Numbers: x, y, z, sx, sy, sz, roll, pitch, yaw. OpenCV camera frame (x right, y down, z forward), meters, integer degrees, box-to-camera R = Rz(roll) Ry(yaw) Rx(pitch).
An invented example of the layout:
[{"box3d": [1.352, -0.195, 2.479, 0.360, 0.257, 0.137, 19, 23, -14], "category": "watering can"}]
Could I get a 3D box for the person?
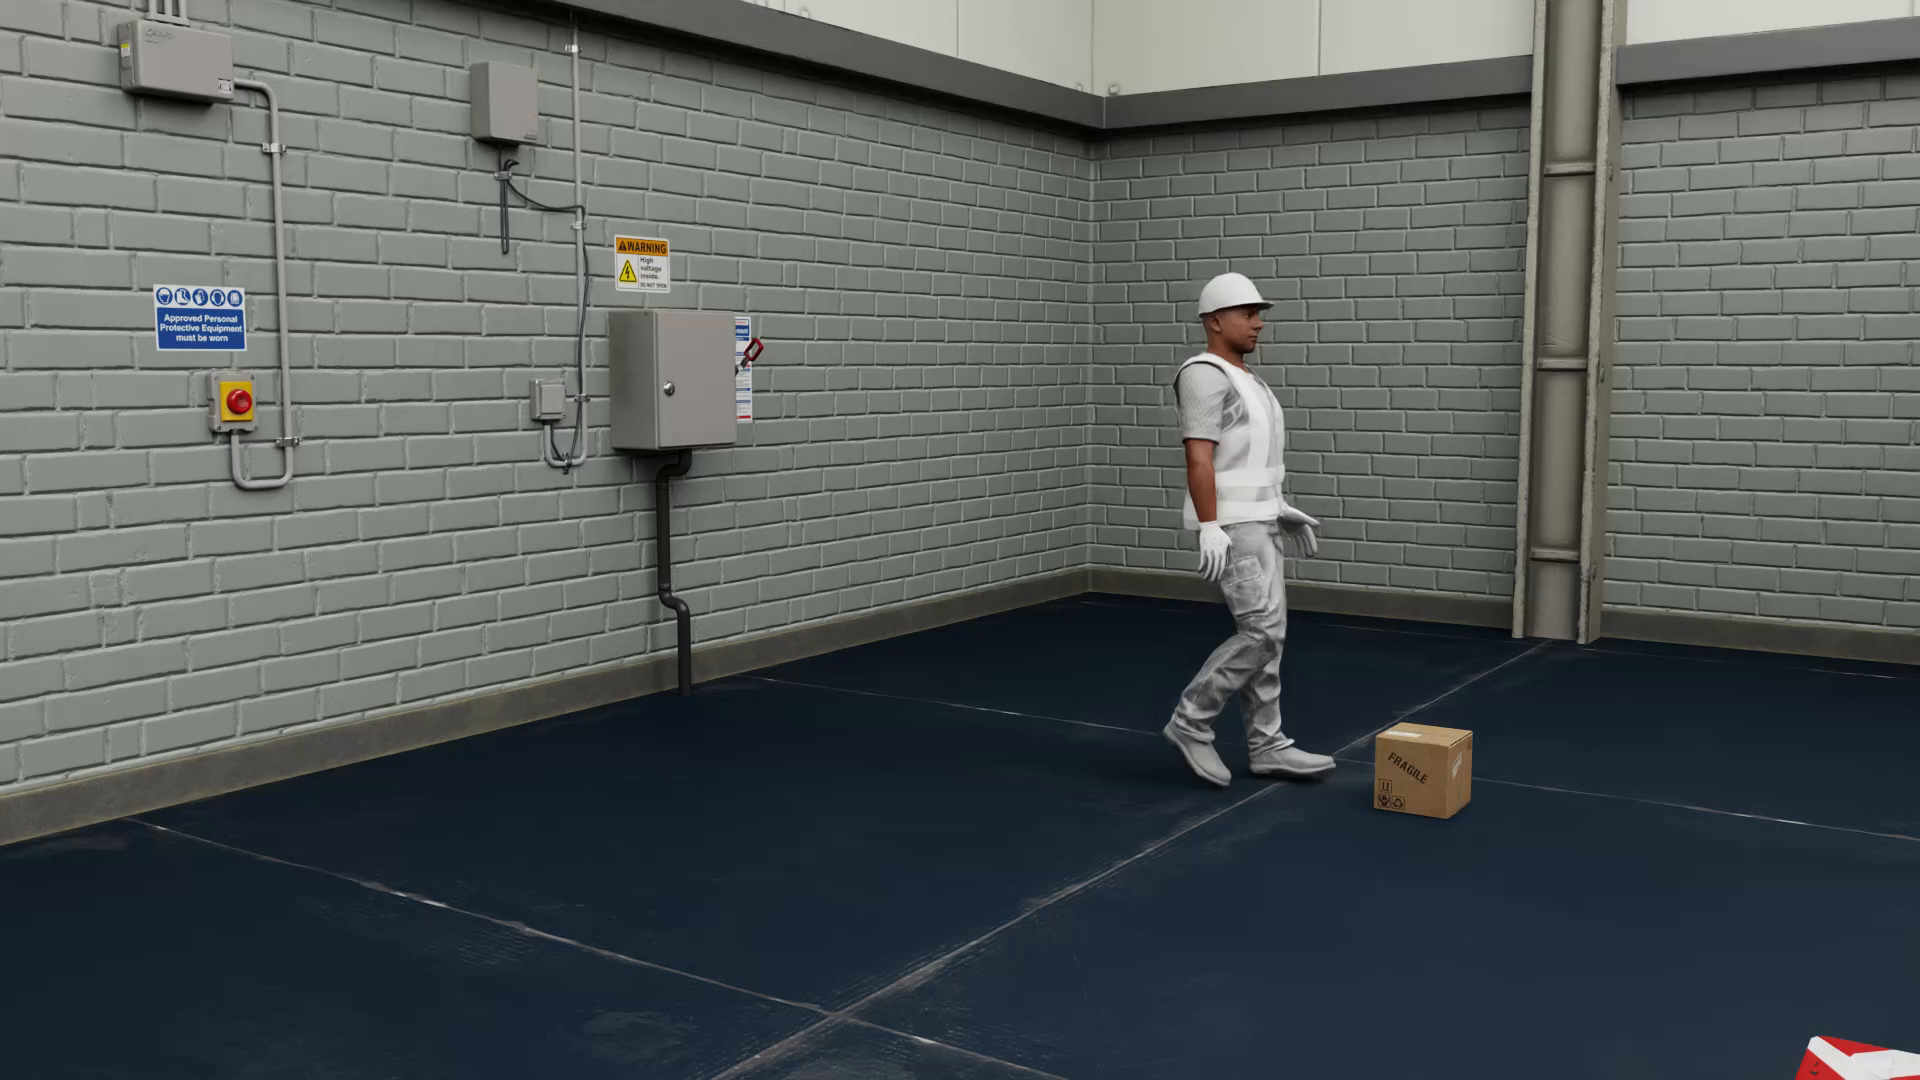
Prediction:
[{"box3d": [1.042, -0.042, 5.859, 0.572, 1.781, 0.580, 3, 7, 23], "category": "person"}]
